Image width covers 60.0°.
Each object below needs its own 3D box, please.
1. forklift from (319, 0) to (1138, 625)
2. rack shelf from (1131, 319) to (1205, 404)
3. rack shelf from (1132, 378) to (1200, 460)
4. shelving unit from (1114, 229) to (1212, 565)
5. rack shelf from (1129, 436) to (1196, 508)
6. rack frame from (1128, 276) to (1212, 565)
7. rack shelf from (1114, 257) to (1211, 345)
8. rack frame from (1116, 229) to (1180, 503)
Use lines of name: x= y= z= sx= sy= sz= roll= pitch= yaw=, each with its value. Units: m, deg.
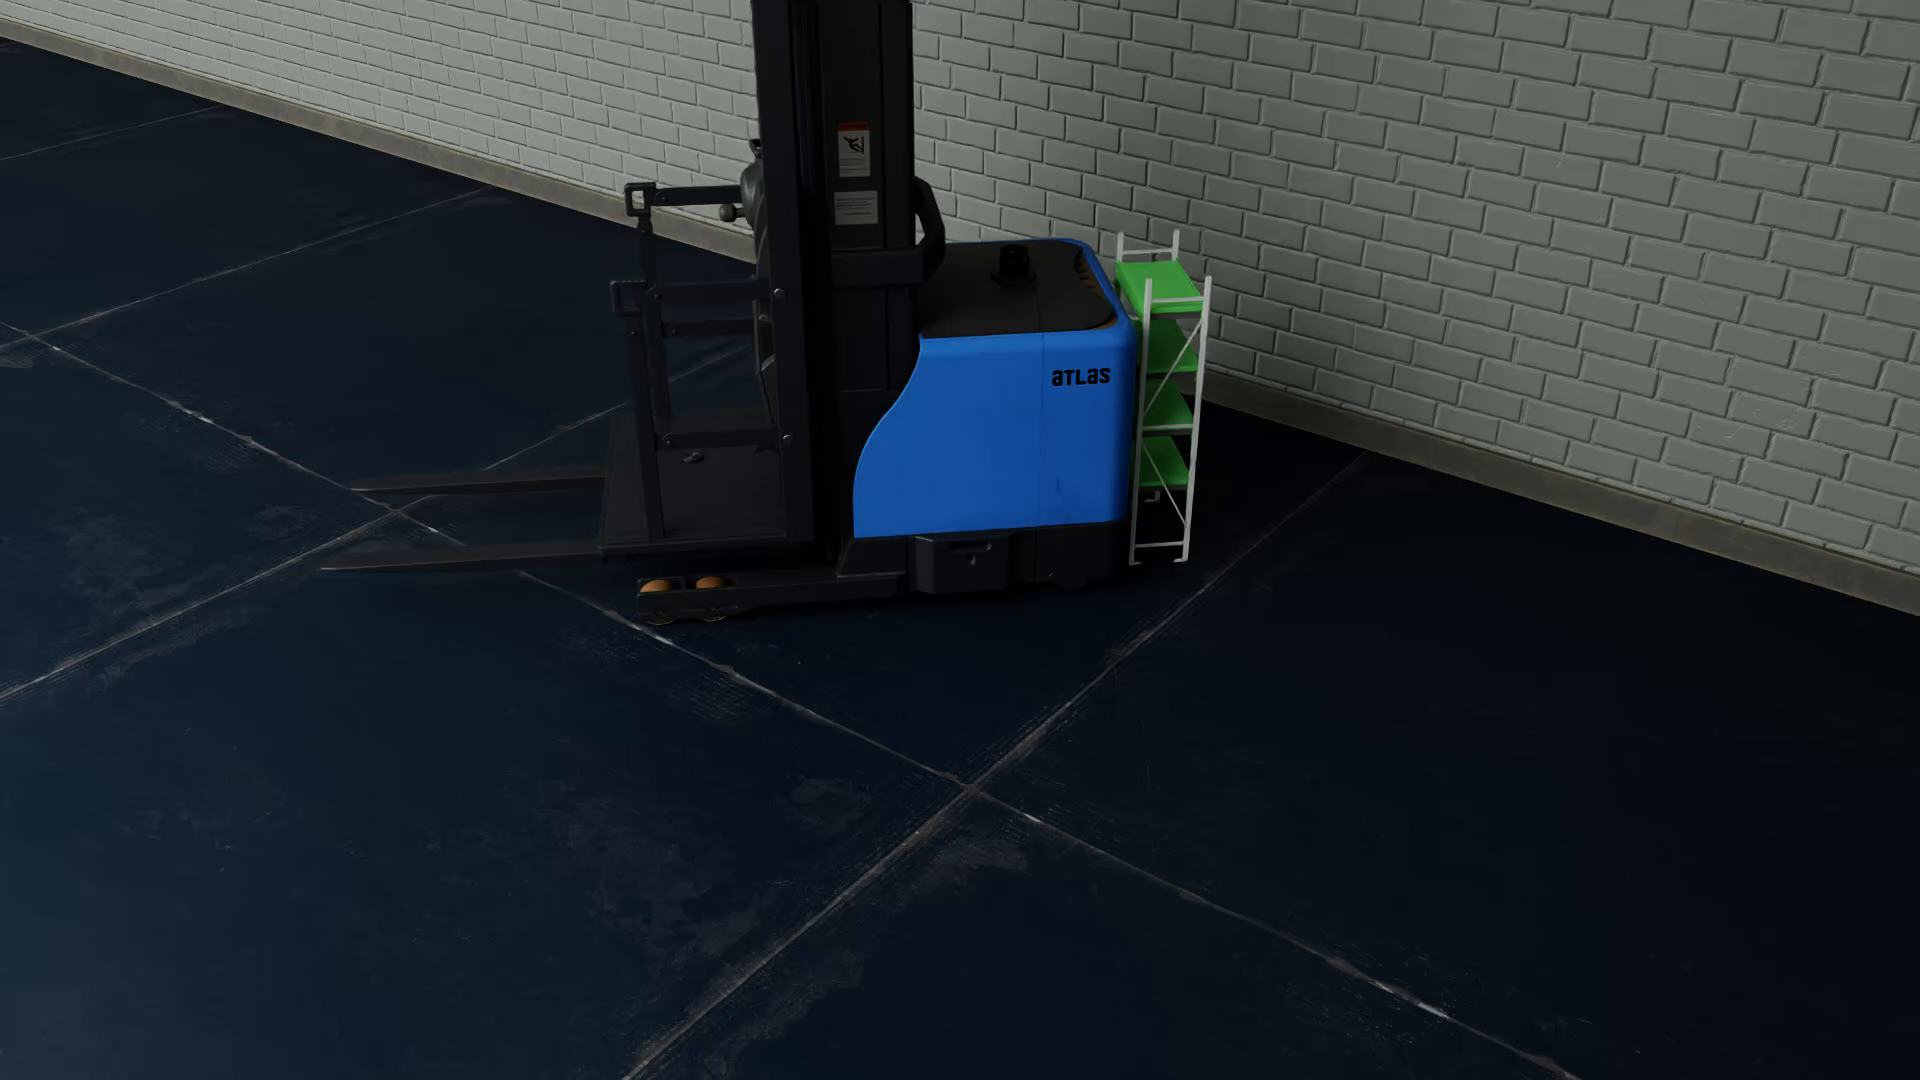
forklift: x=-0.904 y=-1.229 z=5.949 sx=3.031 sy=2.935 sz=1.130 roll=-4 pitch=31 yaw=-6
rack shelf: x=0.757 y=-0.702 z=6.412 sx=0.258 sy=0.148 sz=0.480 roll=-4 pitch=31 yaw=-6
rack shelf: x=0.756 y=-0.496 z=6.534 sx=0.258 sy=0.148 sz=0.480 roll=-4 pitch=31 yaw=-6
shelving unit: x=0.756 y=-0.551 z=6.502 sx=0.258 sy=1.200 sz=0.503 roll=-4 pitch=31 yaw=-6
rack shelf: x=0.755 y=-0.289 z=6.656 sx=0.258 sy=0.148 sz=0.480 roll=-4 pitch=31 yaw=-6
rack frame: x=0.787 y=-0.427 z=6.293 sx=0.240 sy=1.200 sz=0.015 roll=-4 pitch=31 yaw=-6
rack shelf: x=0.758 y=-0.909 z=6.290 sx=0.258 sy=0.148 sz=0.480 roll=-4 pitch=31 yaw=-6
rack frame: x=0.726 y=-0.674 z=6.710 sx=0.240 sy=1.200 sz=0.015 roll=-4 pitch=31 yaw=-6
